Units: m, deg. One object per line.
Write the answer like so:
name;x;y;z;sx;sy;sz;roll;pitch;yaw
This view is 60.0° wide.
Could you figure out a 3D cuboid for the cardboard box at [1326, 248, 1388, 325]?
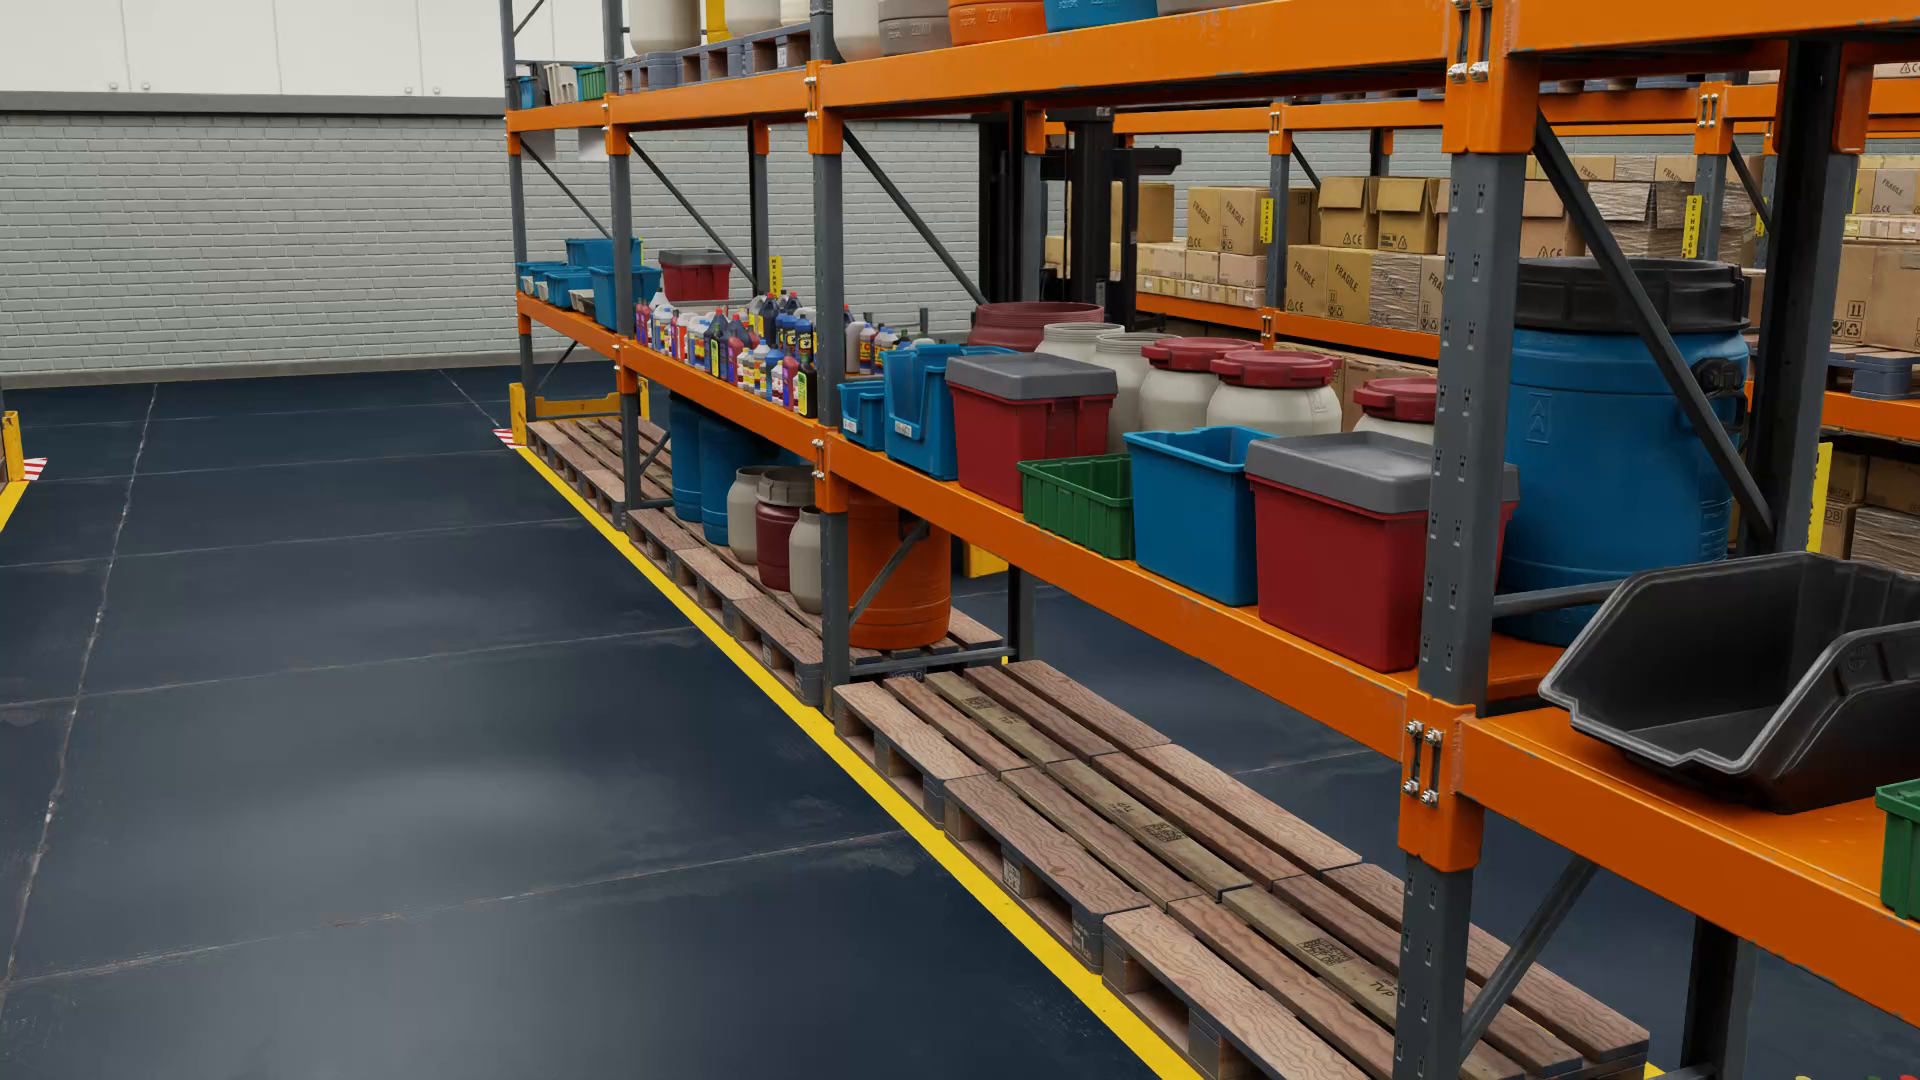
cardboard box;2.961;-1.809;11.811;0.500;0.500;0.500;-6;14;-23

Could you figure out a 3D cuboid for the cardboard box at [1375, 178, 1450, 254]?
cardboard box;3.332;-2.245;11.470;0.797;0.503;0.637;-5;14;-22

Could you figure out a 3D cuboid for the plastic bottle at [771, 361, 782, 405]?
plastic bottle;-0.846;-0.749;7.895;0.097;0.201;0.097;0;13;0

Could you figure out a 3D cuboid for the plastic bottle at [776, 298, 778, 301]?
plastic bottle;-1.146;-1.381;10.445;0.061;0.283;0.133;-6;14;-23

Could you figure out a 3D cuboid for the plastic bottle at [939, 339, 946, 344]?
plastic bottle;-0.099;-0.841;8.112;0.061;0.283;0.133;-6;14;-23

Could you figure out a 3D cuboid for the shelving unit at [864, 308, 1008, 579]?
shelving unit;-0.071;-0.634;10.285;0.587;1.500;1.083;-11;17;-40

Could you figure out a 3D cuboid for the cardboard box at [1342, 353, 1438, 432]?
cardboard box;3.437;-0.836;11.610;1.225;0.875;0.875;-6;14;-25

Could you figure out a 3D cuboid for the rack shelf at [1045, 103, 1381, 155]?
rack shelf;2.003;-3.506;14.307;1.077;0.370;4.000;-6;14;-23

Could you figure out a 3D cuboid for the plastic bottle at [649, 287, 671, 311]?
plastic bottle;-1.874;-1.400;10.375;0.144;0.351;0.185;-6;14;-23

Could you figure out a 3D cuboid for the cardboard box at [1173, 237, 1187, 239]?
cardboard box;1.842;-2.699;15.551;0.500;0.250;0.500;-6;14;-24

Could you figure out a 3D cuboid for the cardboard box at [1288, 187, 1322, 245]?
cardboard box;2.846;-2.541;13.205;0.500;0.500;0.500;-6;14;-23

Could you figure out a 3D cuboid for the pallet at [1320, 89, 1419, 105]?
pallet;3.217;-3.165;11.663;0.805;0.209;1.217;-6;14;-25

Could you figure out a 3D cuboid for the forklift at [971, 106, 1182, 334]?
forklift;0.863;-1.718;11.792;1.130;2.935;3.031;9;16;33

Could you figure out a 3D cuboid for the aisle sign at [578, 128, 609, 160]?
aisle sign;-3.097;-3.668;14.302;0.394;0.787;0.004;-6;14;-23

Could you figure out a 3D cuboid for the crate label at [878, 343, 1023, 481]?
crate label;0.018;-0.495;6.279;0.502;0.435;0.616;-6;14;-23

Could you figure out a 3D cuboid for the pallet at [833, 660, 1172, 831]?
pallet;0.143;0.814;6.883;1.003;0.211;1.213;-6;14;-23

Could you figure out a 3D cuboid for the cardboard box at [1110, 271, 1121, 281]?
cardboard box;1.559;-2.317;14.785;0.380;0.149;0.250;-6;14;-24

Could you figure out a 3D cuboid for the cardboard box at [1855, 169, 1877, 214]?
cardboard box;10.427;-4.008;19.095;0.500;0.500;0.500;-6;14;-24

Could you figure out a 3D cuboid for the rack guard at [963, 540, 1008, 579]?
rack guard;0.259;0.058;10.063;0.587;0.250;0.087;-11;17;-40

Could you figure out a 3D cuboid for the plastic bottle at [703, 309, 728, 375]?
plastic bottle;-1.296;-1.067;8.938;0.144;0.351;0.185;-6;14;-23

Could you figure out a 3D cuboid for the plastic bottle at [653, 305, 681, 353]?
plastic bottle;-1.751;-1.268;9.971;0.152;0.276;0.135;-6;14;-23

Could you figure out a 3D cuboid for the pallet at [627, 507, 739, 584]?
pallet;-1.463;-0.012;10.455;1.003;0.211;1.213;-6;14;-23

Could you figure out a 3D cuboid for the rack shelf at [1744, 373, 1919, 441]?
rack shelf;5.208;-0.391;7.504;1.077;0.370;4.000;-6;14;-23

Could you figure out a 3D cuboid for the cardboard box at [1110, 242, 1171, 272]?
cardboard box;1.559;-2.545;14.888;0.500;0.250;0.500;-6;14;-25

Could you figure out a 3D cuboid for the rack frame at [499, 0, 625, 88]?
rack frame;-3.336;-5.283;13.740;1.000;3.000;0.127;-6;14;-23

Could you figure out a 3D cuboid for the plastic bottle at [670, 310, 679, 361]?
plastic bottle;-1.622;-1.179;9.572;0.061;0.283;0.133;-6;14;-23

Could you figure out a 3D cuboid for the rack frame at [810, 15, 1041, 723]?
rack frame;-0.132;-0.708;7.275;1.000;3.000;0.127;-6;14;-23

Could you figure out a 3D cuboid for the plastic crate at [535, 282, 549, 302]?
plastic crate;-3.215;-1.967;13.166;0.250;0.136;0.298;-6;14;-23

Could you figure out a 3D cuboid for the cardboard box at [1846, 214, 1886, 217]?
cardboard box;7.729;-2.715;14.256;0.380;0.149;0.250;-5;14;-20

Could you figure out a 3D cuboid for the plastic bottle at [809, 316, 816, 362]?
plastic bottle;-0.785;-1.166;9.531;0.152;0.276;0.135;-6;14;-23

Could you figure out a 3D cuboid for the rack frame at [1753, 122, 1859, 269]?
rack frame;7.389;-2.409;14.624;1.000;3.000;0.127;-6;14;-23

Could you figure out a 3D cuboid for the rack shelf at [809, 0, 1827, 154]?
rack shelf;0.669;-1.405;5.233;1.077;0.370;4.000;-6;14;-23

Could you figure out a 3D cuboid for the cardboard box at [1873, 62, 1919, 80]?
cardboard box;4.567;-2.317;7.910;0.500;0.250;0.500;-5;14;-22

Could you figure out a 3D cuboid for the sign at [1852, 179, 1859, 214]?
sign;7.896;-3.024;14.713;0.100;0.325;0.005;-6;14;-23

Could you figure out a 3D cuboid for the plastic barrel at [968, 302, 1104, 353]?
plastic barrel;0.332;-0.705;6.964;0.600;0.536;0.708;-6;14;-23

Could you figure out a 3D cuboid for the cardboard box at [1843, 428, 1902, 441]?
cardboard box;7.656;-1.110;13.624;0.500;0.500;0.500;-5;14;-20

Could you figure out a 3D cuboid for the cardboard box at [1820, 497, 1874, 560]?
cardboard box;4.693;-0.015;8.850;0.700;0.500;0.500;-6;15;-26

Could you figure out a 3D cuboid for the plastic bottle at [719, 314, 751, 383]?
plastic bottle;-1.168;-1.001;8.654;0.144;0.351;0.185;-6;14;-23

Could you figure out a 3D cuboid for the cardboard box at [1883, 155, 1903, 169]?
cardboard box;10.615;-4.242;18.670;0.380;0.149;0.250;-5;14;-22

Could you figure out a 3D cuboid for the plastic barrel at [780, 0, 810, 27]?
plastic barrel;-0.696;-2.515;7.805;0.301;0.262;0.301;0;13;0

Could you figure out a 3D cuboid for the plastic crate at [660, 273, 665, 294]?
plastic crate;-2.177;-1.838;12.287;0.437;0.282;0.530;-6;14;-23

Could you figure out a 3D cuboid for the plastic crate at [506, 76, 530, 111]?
plastic crate;-3.438;-3.653;13.641;0.497;0.269;0.590;-6;14;-23

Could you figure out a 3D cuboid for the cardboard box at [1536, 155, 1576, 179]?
cardboard box;6.119;-3.586;16.612;0.500;0.500;0.500;-6;14;-24

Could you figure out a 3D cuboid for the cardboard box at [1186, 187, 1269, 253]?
cardboard box;2.178;-2.593;13.432;0.500;0.500;0.500;-5;14;-22

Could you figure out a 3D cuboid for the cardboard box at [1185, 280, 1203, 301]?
cardboard box;2.073;-2.052;13.640;0.380;0.149;0.250;-5;14;-22

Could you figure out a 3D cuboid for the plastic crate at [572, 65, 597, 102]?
plastic crate;-2.391;-3.073;11.215;0.416;0.233;0.300;-6;14;-23

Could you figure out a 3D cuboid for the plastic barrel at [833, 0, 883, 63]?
plastic barrel;-0.288;-2.132;6.527;0.421;0.512;0.421;0;13;0

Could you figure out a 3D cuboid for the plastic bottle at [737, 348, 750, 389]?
plastic bottle;-1.080;-0.870;8.417;0.097;0.201;0.097;0;13;0

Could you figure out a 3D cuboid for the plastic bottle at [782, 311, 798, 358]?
plastic bottle;-0.985;-1.197;9.673;0.097;0.271;0.097;0;13;0

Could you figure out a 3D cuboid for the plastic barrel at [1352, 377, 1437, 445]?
plastic barrel;1.288;-0.165;4.629;0.433;0.535;0.433;0;13;0

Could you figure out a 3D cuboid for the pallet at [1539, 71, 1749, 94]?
pallet;4.100;-2.653;9.445;1.213;0.211;1.003;-5;14;-20

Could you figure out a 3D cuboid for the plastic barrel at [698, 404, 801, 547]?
plastic barrel;-1.248;-0.456;9.911;0.600;0.901;0.708;-6;14;-23

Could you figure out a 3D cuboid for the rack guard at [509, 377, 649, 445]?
rack guard;-3.358;-1.146;14.715;1.175;0.500;0.348;-6;14;-23

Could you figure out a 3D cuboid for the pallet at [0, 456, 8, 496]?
pallet;-7.526;-0.375;12.022;1.003;0.211;1.213;-6;14;-23

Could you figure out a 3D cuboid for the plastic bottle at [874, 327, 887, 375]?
plastic bottle;-0.401;-0.981;8.741;0.097;0.271;0.097;0;13;0
